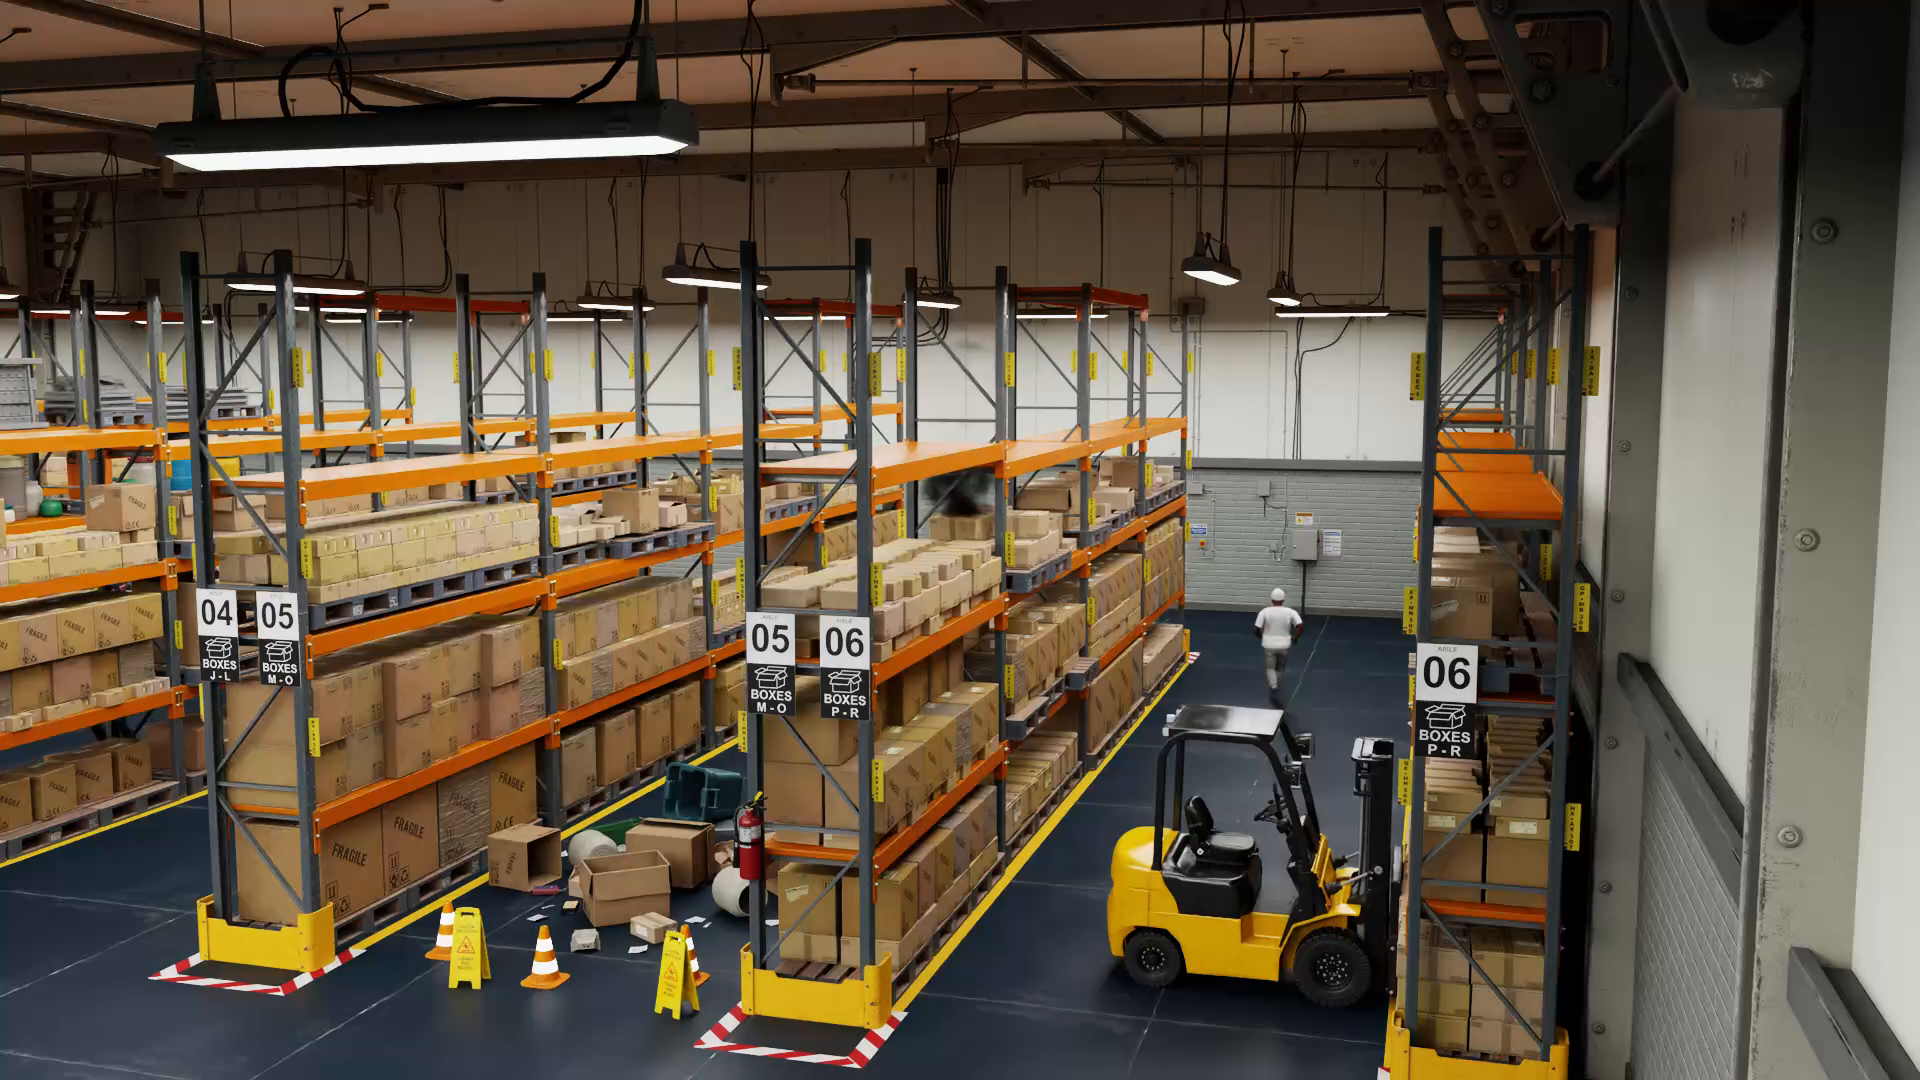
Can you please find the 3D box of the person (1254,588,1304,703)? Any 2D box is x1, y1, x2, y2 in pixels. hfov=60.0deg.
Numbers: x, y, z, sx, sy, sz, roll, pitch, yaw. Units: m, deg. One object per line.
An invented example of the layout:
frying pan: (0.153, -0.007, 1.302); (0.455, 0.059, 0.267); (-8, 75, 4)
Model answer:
person: (4.655, 1.582, 24.386); (0.700, 1.761, 0.872); (0, 6, 3)

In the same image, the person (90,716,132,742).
person: (-10.656, 2.045, 20.842); (0.499, 1.615, 0.761); (1, 7, 10)
